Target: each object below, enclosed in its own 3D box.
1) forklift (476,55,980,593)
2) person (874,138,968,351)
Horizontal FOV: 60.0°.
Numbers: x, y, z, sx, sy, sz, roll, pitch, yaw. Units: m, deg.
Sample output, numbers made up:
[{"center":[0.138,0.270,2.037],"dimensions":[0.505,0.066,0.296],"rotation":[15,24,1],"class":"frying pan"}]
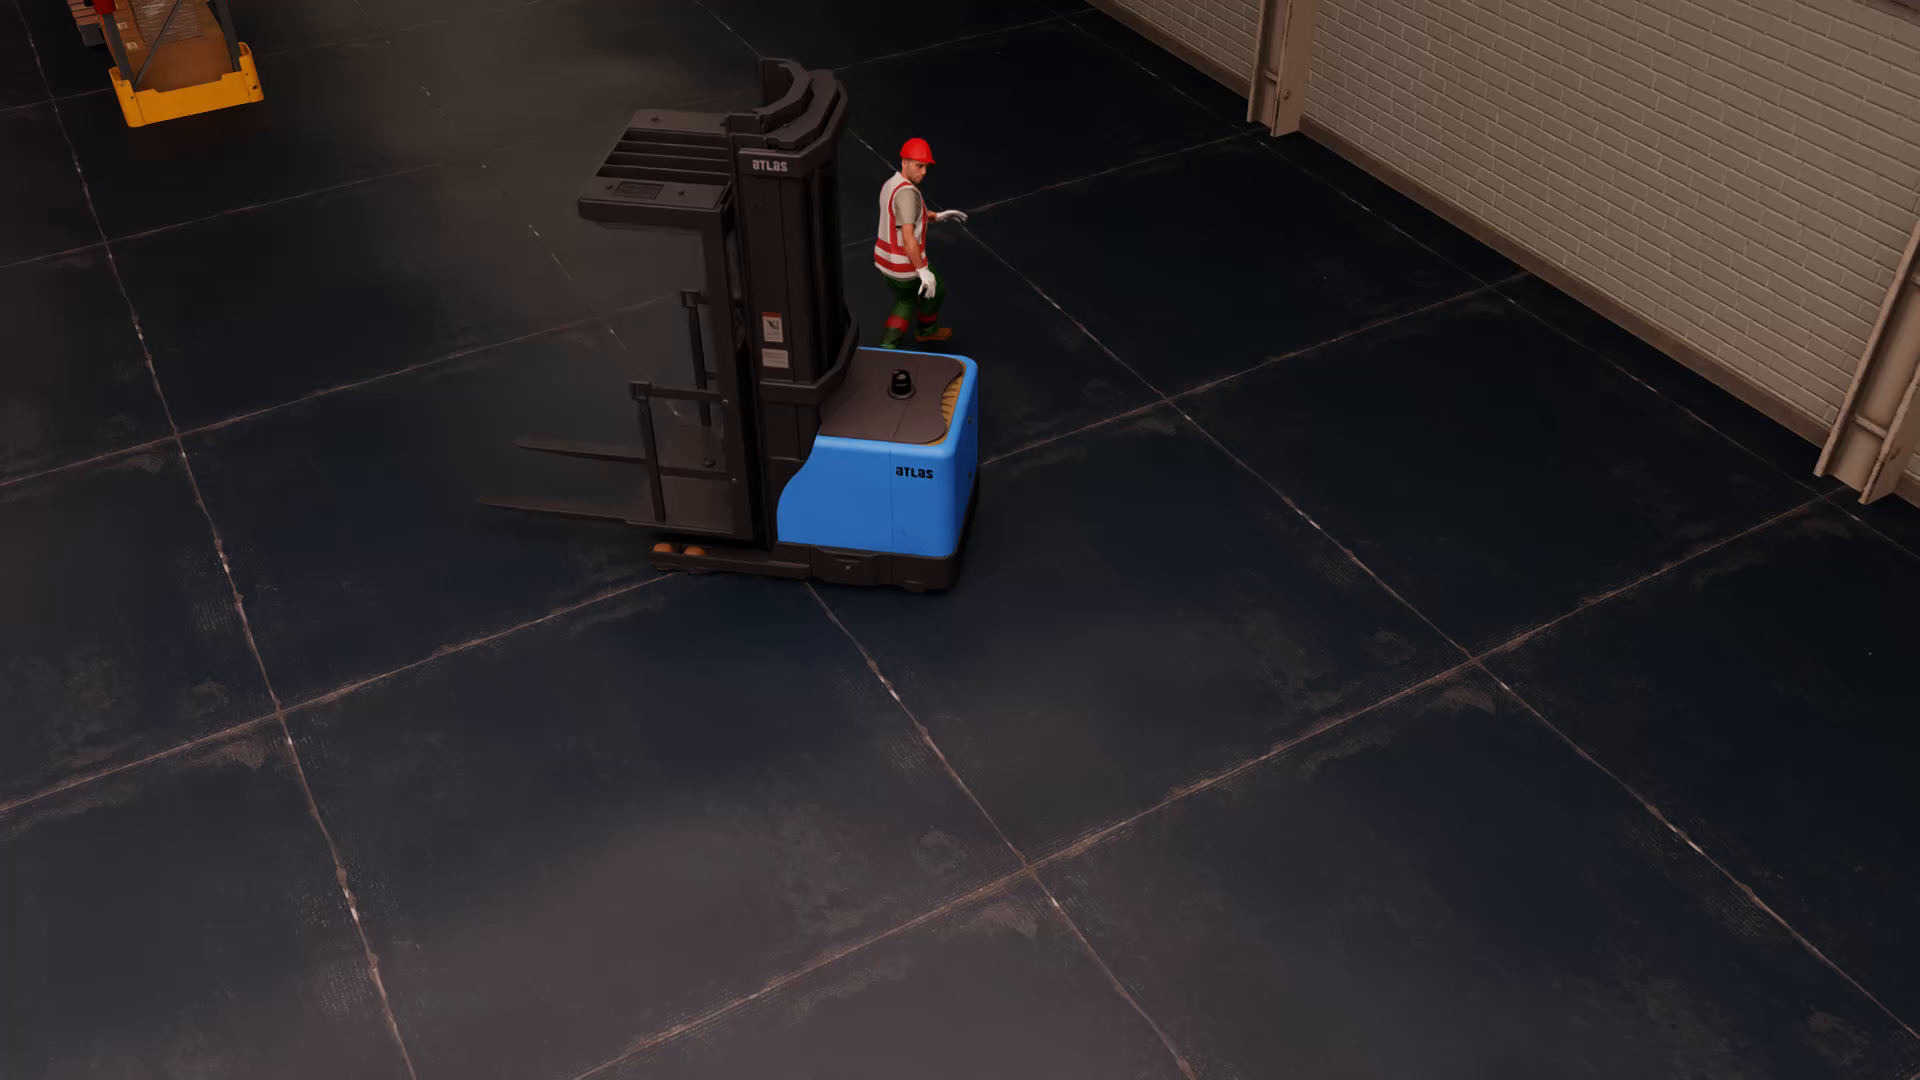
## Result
[{"center":[-1.441,-1.251,9.544],"dimensions":[3.031,2.935,1.130],"rotation":[6,40,7],"class":"forklift"},{"center":[-0.216,-1.929,11.391],"dimensions":[0.832,1.650,0.821],"rotation":[-26,46,-28],"class":"person"}]
